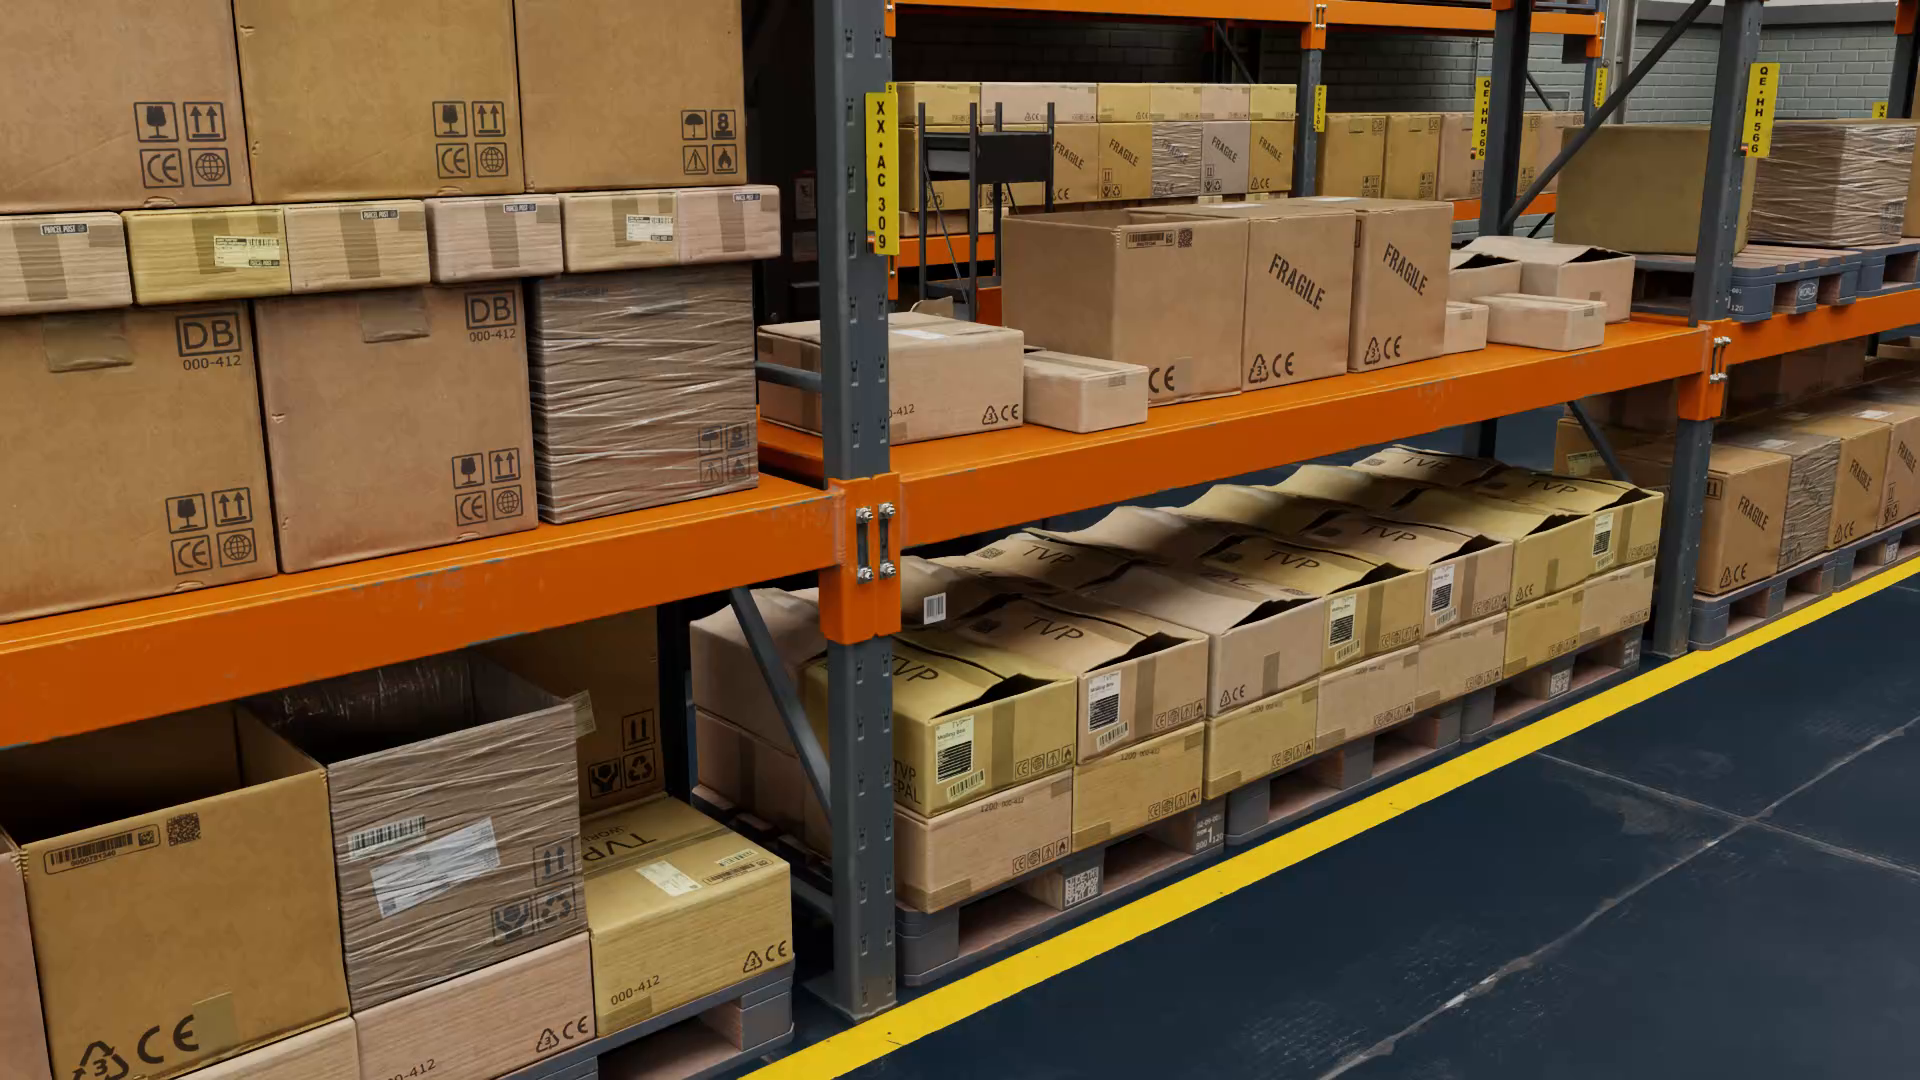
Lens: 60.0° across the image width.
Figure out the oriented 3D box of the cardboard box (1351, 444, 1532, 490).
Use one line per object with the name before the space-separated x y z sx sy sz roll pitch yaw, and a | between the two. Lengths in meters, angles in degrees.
cardboard box | 1.904 -0.198 6.605 0.500 0.311 0.500 -12 19 -38

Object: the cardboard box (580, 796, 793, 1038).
cardboard box | -0.732 0.841 3.805 0.500 0.250 0.500 -13 19 -39

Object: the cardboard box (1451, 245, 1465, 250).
cardboard box | 4.202 -2.505 14.589 0.250 0.149 0.380 -12 19 -39

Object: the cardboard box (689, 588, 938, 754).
cardboard box | -0.408 0.324 4.652 0.500 0.311 0.500 -13 19 -39

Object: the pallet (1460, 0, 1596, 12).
pallet | 4.720 -4.681 14.323 1.213 0.211 1.003 -13 19 -39

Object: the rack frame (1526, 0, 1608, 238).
rack frame | 5.272 -3.403 15.176 0.127 3.000 1.000 -13 19 -39

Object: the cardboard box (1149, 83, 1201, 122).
cardboard box | 1.294 -2.989 11.366 0.500 0.250 0.500 -12 19 -38

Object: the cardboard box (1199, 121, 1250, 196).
cardboard box | 1.694 -2.711 11.778 0.500 0.500 0.500 -12 19 -39

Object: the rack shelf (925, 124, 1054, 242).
rack shelf | 0.125 -1.706 7.907 0.480 0.518 0.431 -13 19 -39

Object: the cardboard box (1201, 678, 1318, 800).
cardboard box | 0.717 0.525 4.988 0.500 0.250 0.500 -13 20 -41

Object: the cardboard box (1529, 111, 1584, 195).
cardboard box | 4.894 -3.459 14.807 0.700 0.700 0.980 -12 19 -37

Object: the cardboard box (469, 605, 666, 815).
cardboard box | -1.081 0.375 4.096 0.500 0.500 0.500 -13 19 -39

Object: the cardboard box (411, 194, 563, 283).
cardboard box | -0.974 -0.594 3.209 0.250 0.149 0.380 -13 20 -41

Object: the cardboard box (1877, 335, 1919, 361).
cardboard box | 5.753 -0.918 9.865 0.500 0.500 0.500 -13 19 -39

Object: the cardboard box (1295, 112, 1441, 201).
cardboard box | 3.229 -3.081 13.392 0.700 0.700 0.980 -13 20 -41

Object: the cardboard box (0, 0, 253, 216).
cardboard box | -1.615 -0.834 2.853 0.500 0.500 0.700 -13 20 -39

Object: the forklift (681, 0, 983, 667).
forklift | -1.270 -1.066 6.562 1.130 2.935 3.031 14 20 41

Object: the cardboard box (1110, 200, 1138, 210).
cardboard box | 0.990 -2.252 11.315 0.250 0.149 0.380 -12 19 -38

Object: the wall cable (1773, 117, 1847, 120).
wall cable | 9.774 -5.689 18.129 0.112 2.526 3.097 -13 19 -39

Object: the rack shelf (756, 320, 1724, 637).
rack shelf | 0.983 -0.397 5.319 4.000 0.370 1.077 -13 19 -39

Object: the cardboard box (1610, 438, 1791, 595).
cardboard box | 3.023 -0.110 6.841 0.500 0.500 0.500 -12 19 -37

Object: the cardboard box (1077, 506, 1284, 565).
cardboard box | 0.740 0.066 5.617 0.500 0.311 0.500 -13 20 -40

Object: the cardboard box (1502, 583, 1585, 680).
cardboard box | 1.869 0.266 5.954 0.500 0.250 0.500 -13 20 -40

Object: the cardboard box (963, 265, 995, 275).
cardboard box | 0.543 -1.458 11.248 0.750 0.750 0.750 -13 20 -40

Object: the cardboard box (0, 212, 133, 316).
cardboard box | -1.549 -0.465 2.729 0.250 0.149 0.380 -12 19 -38

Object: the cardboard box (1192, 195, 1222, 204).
cardboard box | 1.625 -2.362 11.730 0.250 0.149 0.380 -13 19 -39

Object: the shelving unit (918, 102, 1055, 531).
shelving unit | 0.125 -1.042 8.084 0.503 2.100 0.431 -13 19 -39

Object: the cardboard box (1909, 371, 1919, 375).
cardboard box | 5.325 -0.627 8.776 0.500 0.500 0.500 -13 20 -40

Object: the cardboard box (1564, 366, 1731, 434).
cardboard box | 3.083 -0.665 7.467 0.500 0.250 0.500 -12 19 -37

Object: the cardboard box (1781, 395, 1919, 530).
cardboard box | 4.186 -0.373 7.826 0.500 0.500 0.500 -14 20 -41

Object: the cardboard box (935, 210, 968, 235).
cardboard box | -0.167 -1.987 10.326 0.250 0.149 0.380 -12 19 -39

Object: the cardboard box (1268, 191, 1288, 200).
cardboard box | 2.186 -2.501 12.249 0.250 0.149 0.380 -12 19 -39

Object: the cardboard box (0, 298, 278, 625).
cardboard box | -1.631 -0.203 3.004 0.500 0.500 0.700 -12 19 -39

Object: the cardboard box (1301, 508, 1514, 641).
cardboard box | 1.488 0.082 5.559 0.500 0.311 0.500 -13 20 -40

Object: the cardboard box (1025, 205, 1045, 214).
cardboard box | 0.388 -2.128 10.853 0.250 0.149 0.380 -12 19 -38

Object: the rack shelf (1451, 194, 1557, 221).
rack shelf | 3.764 -2.716 14.001 4.000 0.370 1.077 -13 19 -39

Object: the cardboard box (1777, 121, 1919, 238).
cardboard box | 4.217 -1.701 7.799 0.700 0.500 0.500 10 18 33

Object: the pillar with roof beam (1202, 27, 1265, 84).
pillar with roof beam | 5.041 -5.072 9.802 0.400 9.000 9.100 -13 19 -39

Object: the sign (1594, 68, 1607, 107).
sign | 5.618 -3.969 14.592 0.005 0.325 0.100 -13 19 -39

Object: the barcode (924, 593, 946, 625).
barcode | -0.060 0.163 3.958 0.075 0.075 0.001 -13 19 -39

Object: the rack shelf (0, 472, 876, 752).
rack shelf | -2.034 0.280 2.782 4.000 0.370 1.077 -13 19 -39

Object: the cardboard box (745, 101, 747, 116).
cardboard box | -1.236 -2.500 9.494 0.380 0.149 0.250 12 19 38

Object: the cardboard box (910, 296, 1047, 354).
cardboard box | 0.017 -0.526 4.667 0.258 0.266 0.396 -13 20 -41

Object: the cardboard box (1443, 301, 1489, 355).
cardboard box | 1.567 -0.735 5.677 0.250 0.149 0.380 -11 18 -35

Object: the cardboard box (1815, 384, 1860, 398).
cardboard box | 4.207 -0.556 8.510 0.500 0.500 0.500 -12 19 -39

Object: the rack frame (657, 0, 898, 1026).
rack frame | -0.526 -0.406 3.958 0.127 3.000 1.000 -13 19 -39

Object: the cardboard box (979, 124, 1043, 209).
cardboard box | 0.173 -2.369 10.496 0.500 0.500 0.500 -12 19 -38

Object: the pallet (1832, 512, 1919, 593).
pallet | 4.000 -0.061 8.070 1.213 0.211 1.003 -13 19 -39

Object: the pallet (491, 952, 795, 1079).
pallet | -1.153 1.068 3.844 1.213 0.211 1.003 -13 19 -39

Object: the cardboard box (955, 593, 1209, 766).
cardboard box | 0.331 0.343 4.580 0.500 0.311 0.500 -13 20 -40

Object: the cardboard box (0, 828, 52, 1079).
cardboard box | -1.859 0.734 2.752 0.500 0.500 0.500 -13 19 -39
